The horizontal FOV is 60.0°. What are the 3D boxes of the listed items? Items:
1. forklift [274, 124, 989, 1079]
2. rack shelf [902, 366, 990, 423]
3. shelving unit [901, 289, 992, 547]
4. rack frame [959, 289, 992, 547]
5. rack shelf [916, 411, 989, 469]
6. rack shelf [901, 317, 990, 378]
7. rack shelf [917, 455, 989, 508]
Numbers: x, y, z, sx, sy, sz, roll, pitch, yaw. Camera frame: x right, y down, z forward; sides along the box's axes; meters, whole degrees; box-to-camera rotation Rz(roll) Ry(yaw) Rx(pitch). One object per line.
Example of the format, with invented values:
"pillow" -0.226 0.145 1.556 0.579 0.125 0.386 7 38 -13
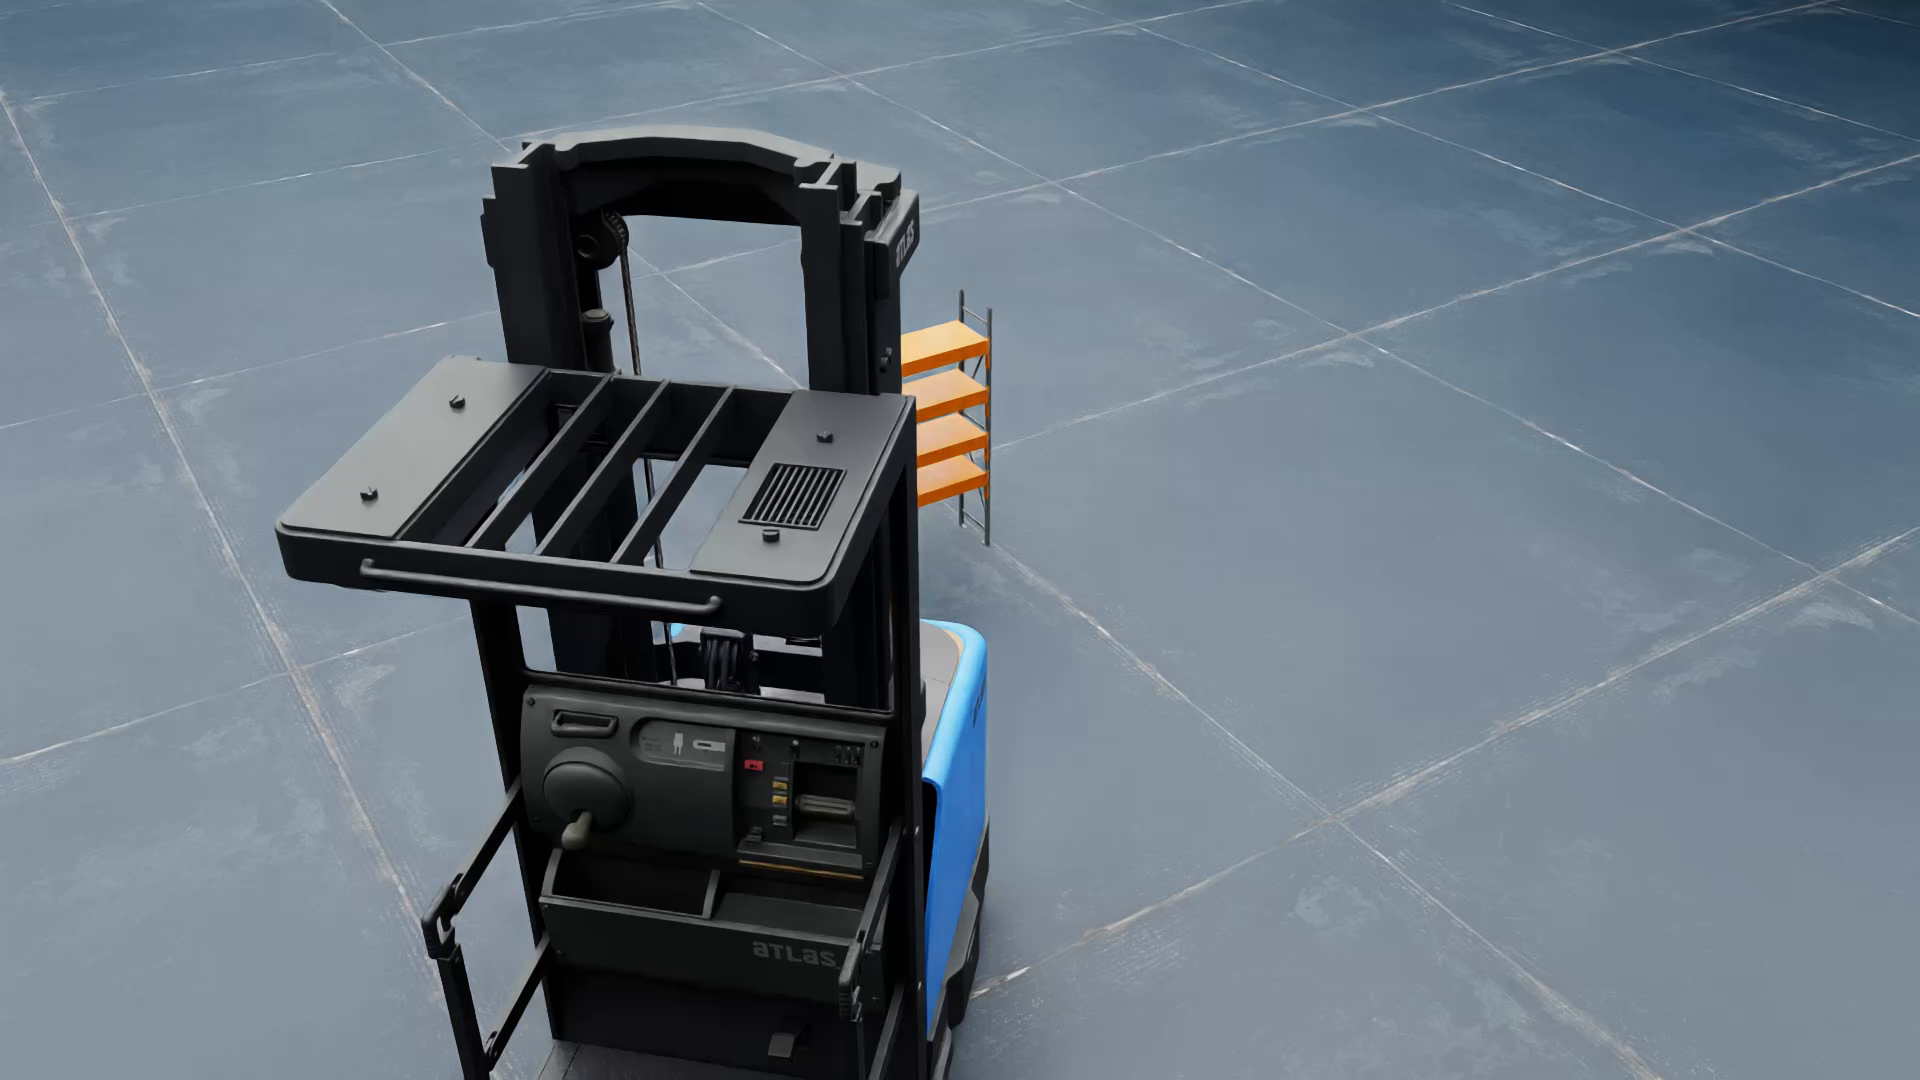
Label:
"forklift" -0.683 0.663 3.952 1.130 2.935 3.031 6 33 9
"rack shelf" -0.139 -0.592 7.271 0.480 0.148 0.258 -19 37 -27
"shelving unit" -0.139 -0.460 7.354 0.503 1.200 0.258 -19 37 -27
"rack frame" 0.066 -0.530 7.466 0.015 1.200 0.240 -19 37 -27
"rack shelf" -0.139 -0.403 7.390 0.480 0.148 0.258 -19 37 -27
"rack shelf" -0.139 -0.792 7.144 0.480 0.148 0.258 -19 37 -27
"rack shelf" -0.139 -0.235 7.496 0.480 0.148 0.258 -19 37 -27
